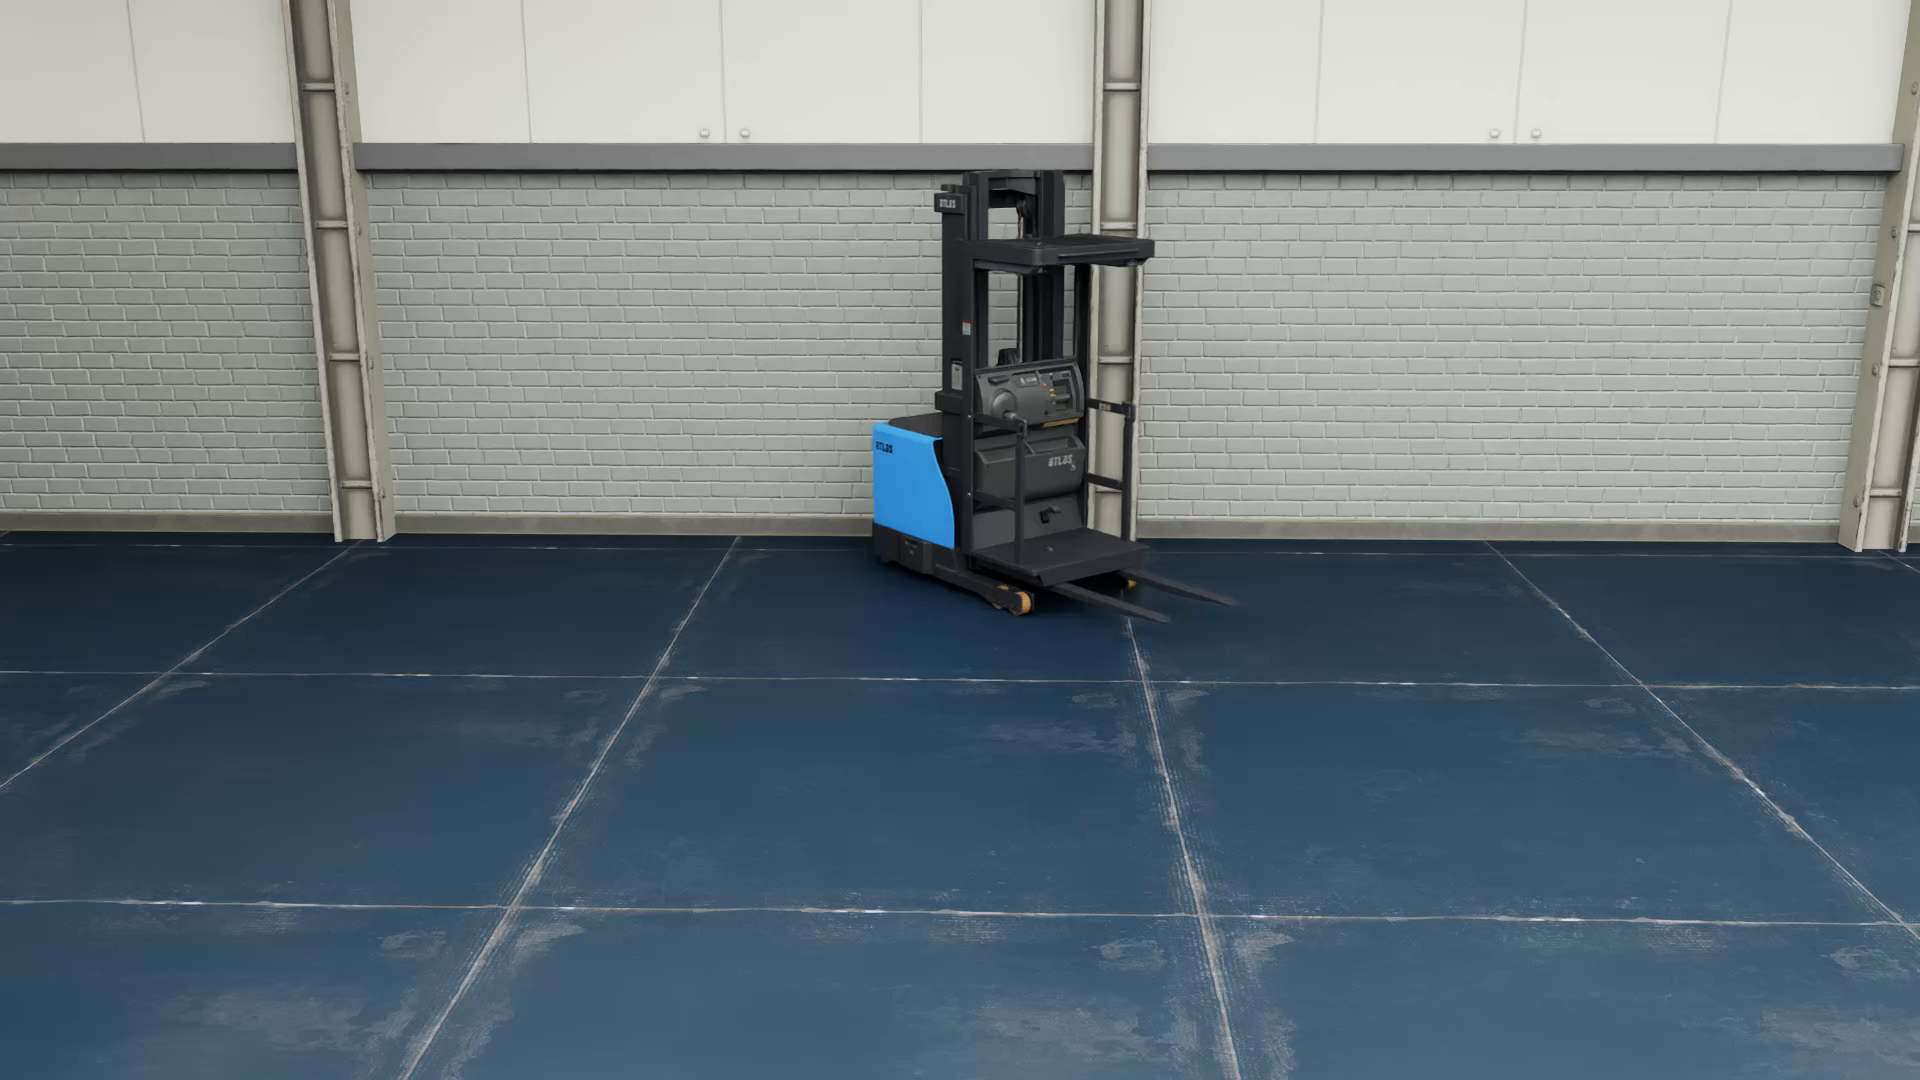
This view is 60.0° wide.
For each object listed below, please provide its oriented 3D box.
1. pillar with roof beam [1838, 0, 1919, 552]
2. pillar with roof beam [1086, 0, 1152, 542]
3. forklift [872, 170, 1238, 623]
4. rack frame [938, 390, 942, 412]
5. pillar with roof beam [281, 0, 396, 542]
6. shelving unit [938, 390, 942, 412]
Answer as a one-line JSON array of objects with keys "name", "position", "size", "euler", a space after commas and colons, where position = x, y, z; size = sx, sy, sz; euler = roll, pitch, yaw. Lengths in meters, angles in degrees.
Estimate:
[{"name": "pillar with roof beam", "position": [7.087, -3.201, 7.833], "size": [0.400, 9.000, 9.100], "euler": [0, 15, 1]}, {"name": "pillar with roof beam", "position": [1.089, -3.240, 7.981], "size": [0.400, 9.000, 9.100], "euler": [0, 15, 1]}, {"name": "forklift", "position": [0.629, -1.040, 11.538], "size": [1.130, 2.935, 3.031], "euler": [-11, 18, -36]}, {"name": "rack frame", "position": [-0.141, -0.576, 13.171], "size": [0.015, 1.200, 0.240], "euler": [-3, 14, -4]}, {"name": "pillar with roof beam", "position": [-4.909, -3.279, 8.129], "size": [0.400, 9.000, 9.100], "euler": [0, 15, 1]}, {"name": "shelving unit", "position": [0.103, -0.587, 13.186], "size": [0.503, 1.200, 0.258], "euler": [-3, 14, -4]}]
